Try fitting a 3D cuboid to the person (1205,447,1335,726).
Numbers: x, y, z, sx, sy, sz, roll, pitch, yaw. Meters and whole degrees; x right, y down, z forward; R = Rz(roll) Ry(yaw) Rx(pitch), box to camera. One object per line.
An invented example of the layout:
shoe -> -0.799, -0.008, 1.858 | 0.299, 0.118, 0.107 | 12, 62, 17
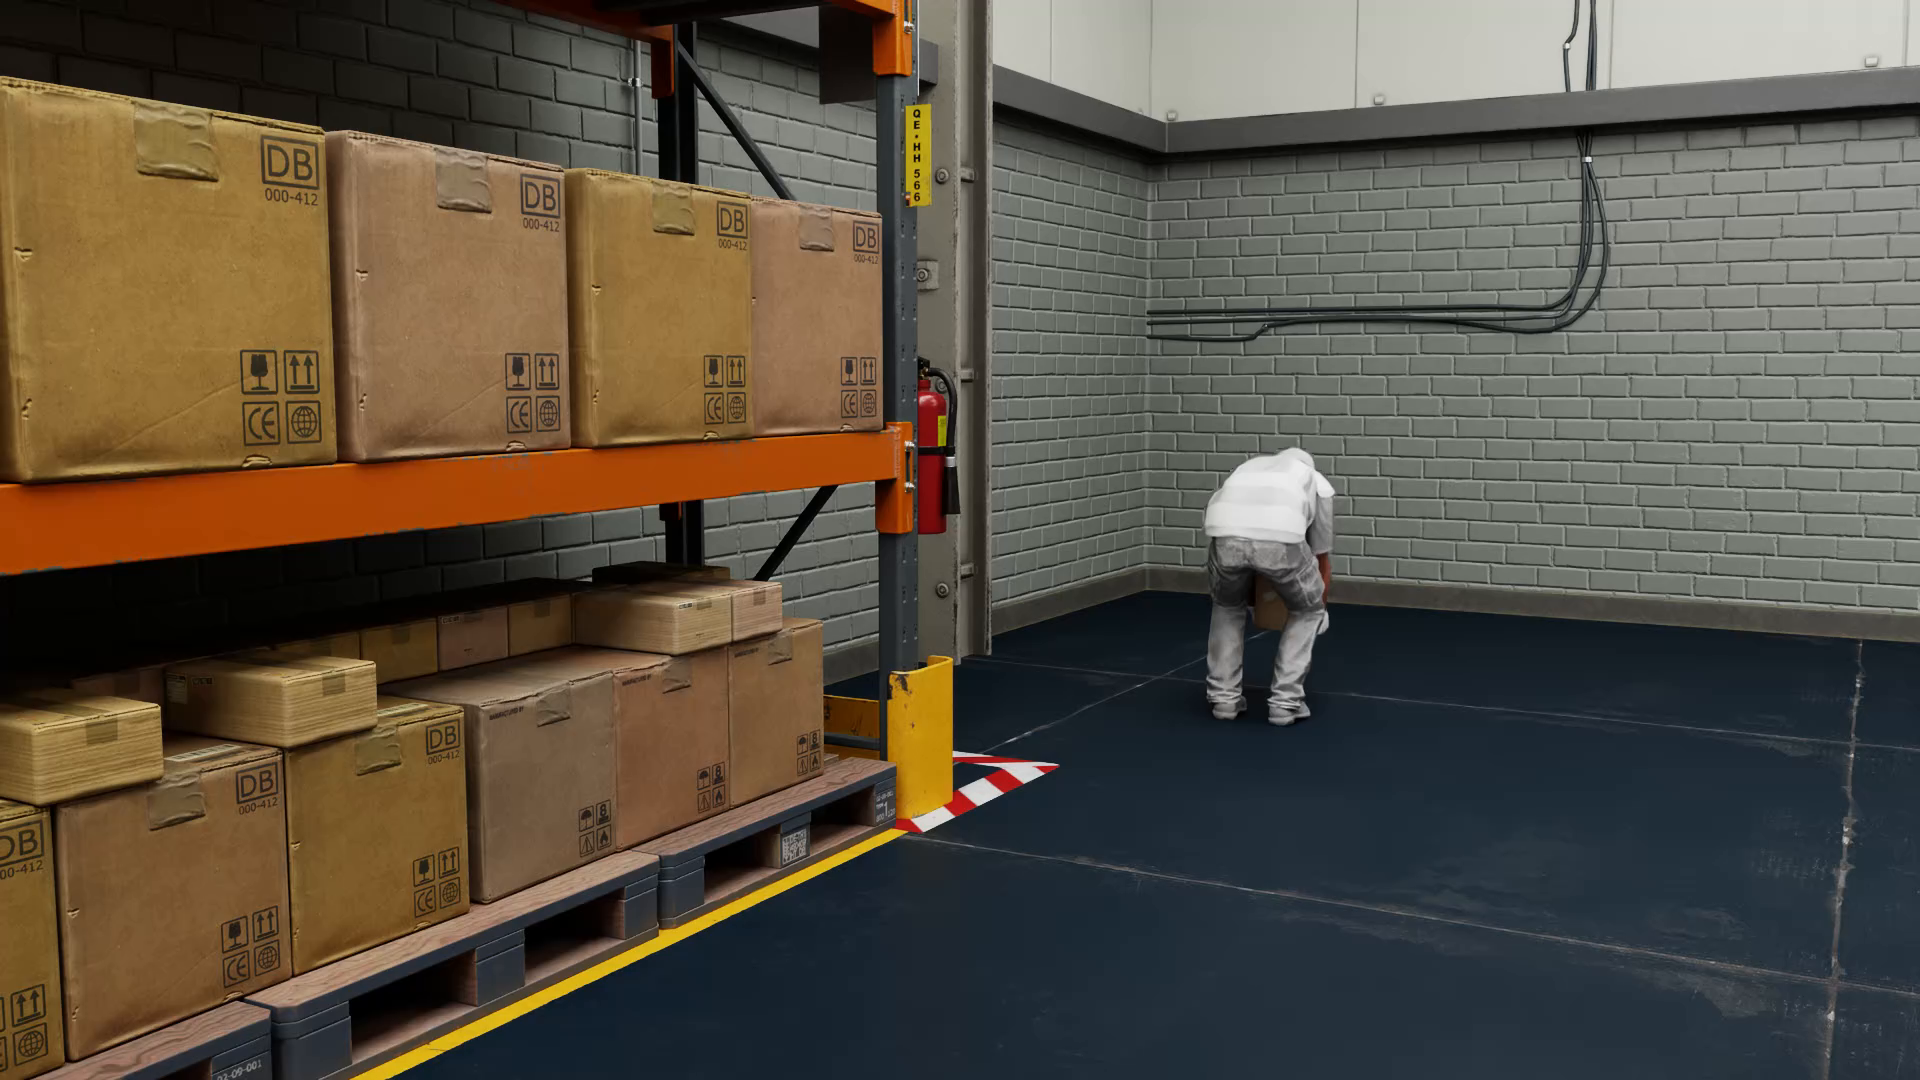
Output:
person -> 1.369, 0.181, 7.328 | 0.531, 1.146, 0.970 | 3, 7, 26
